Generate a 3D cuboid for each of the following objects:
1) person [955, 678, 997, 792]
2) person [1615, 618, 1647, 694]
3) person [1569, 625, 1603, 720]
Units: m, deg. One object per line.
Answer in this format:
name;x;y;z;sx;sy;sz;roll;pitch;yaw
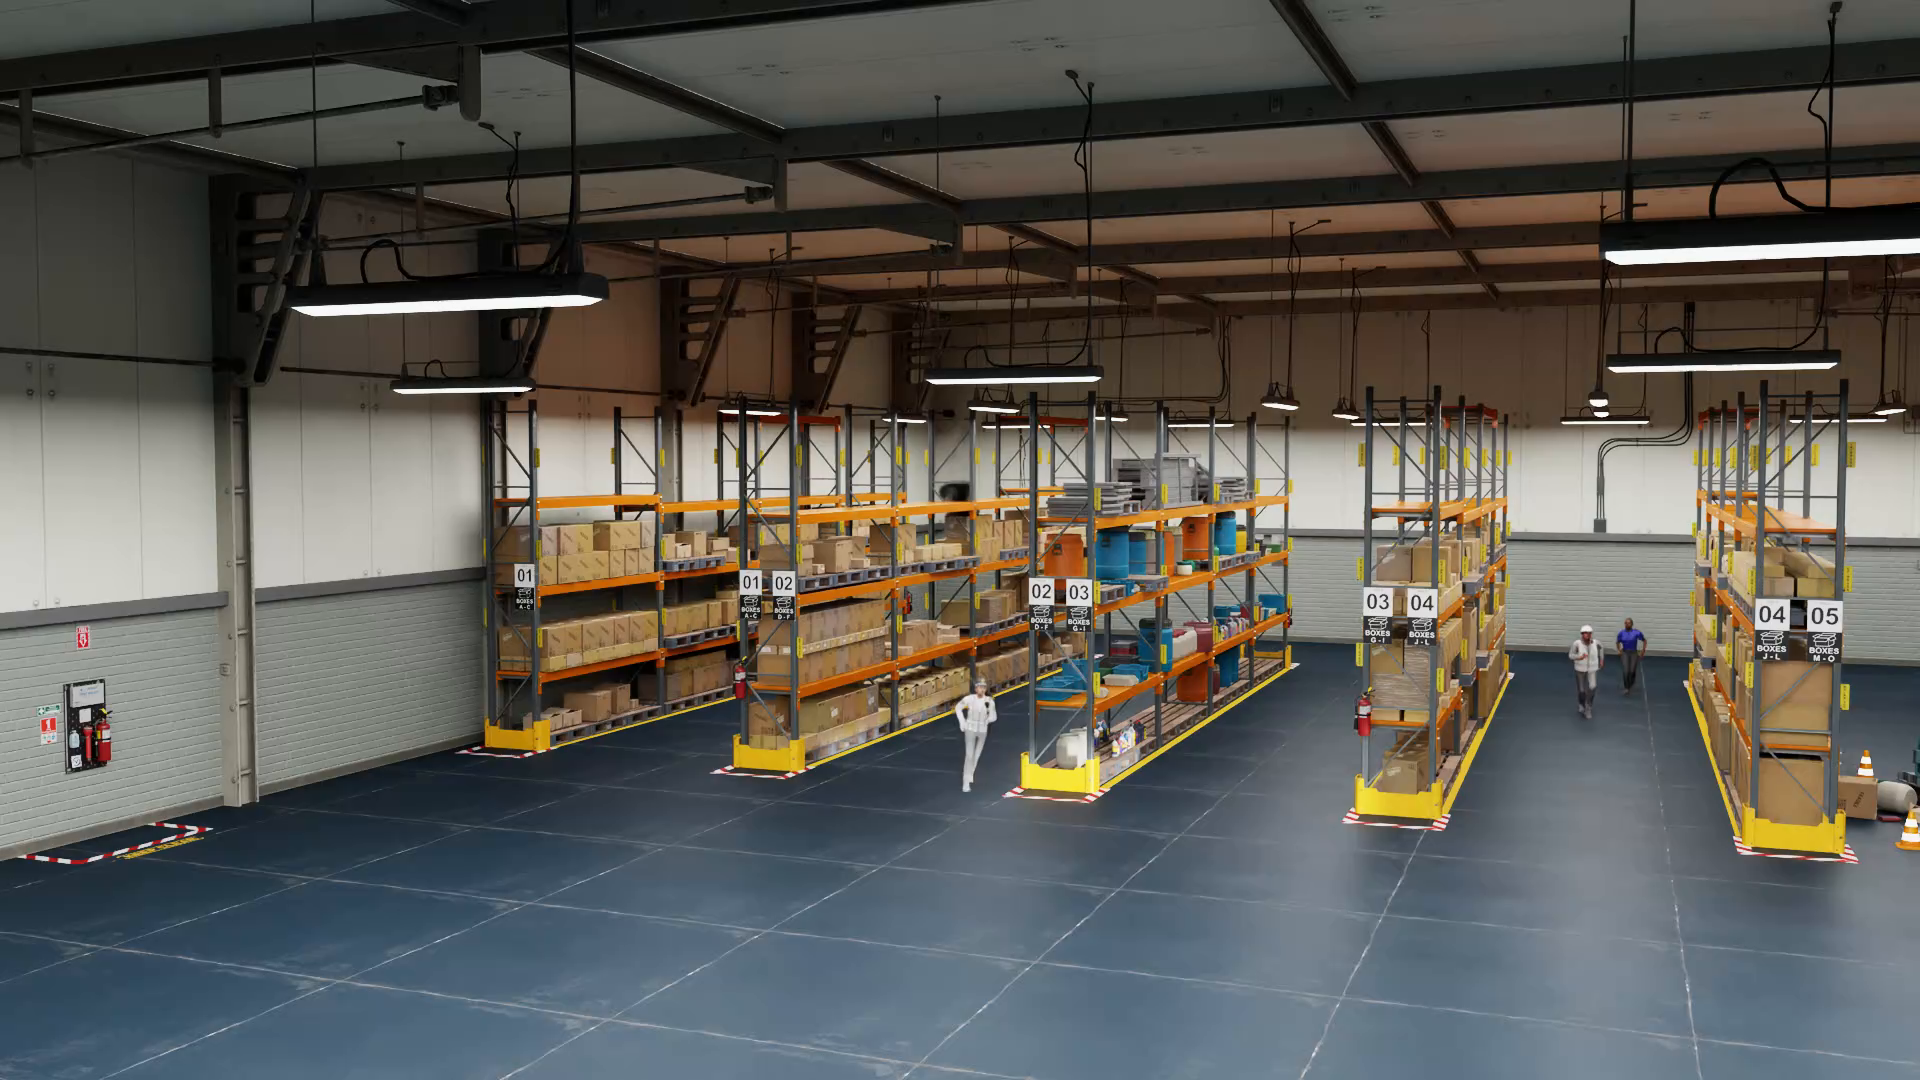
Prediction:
person;0.257;2.940;25.222;0.605;1.726;0.752;-1;3;-12
person;14.228;2.469;35.311;0.603;1.622;0.587;2;3;32
person;12.102;2.541;32.151;0.678;1.816;0.843;1;3;11
